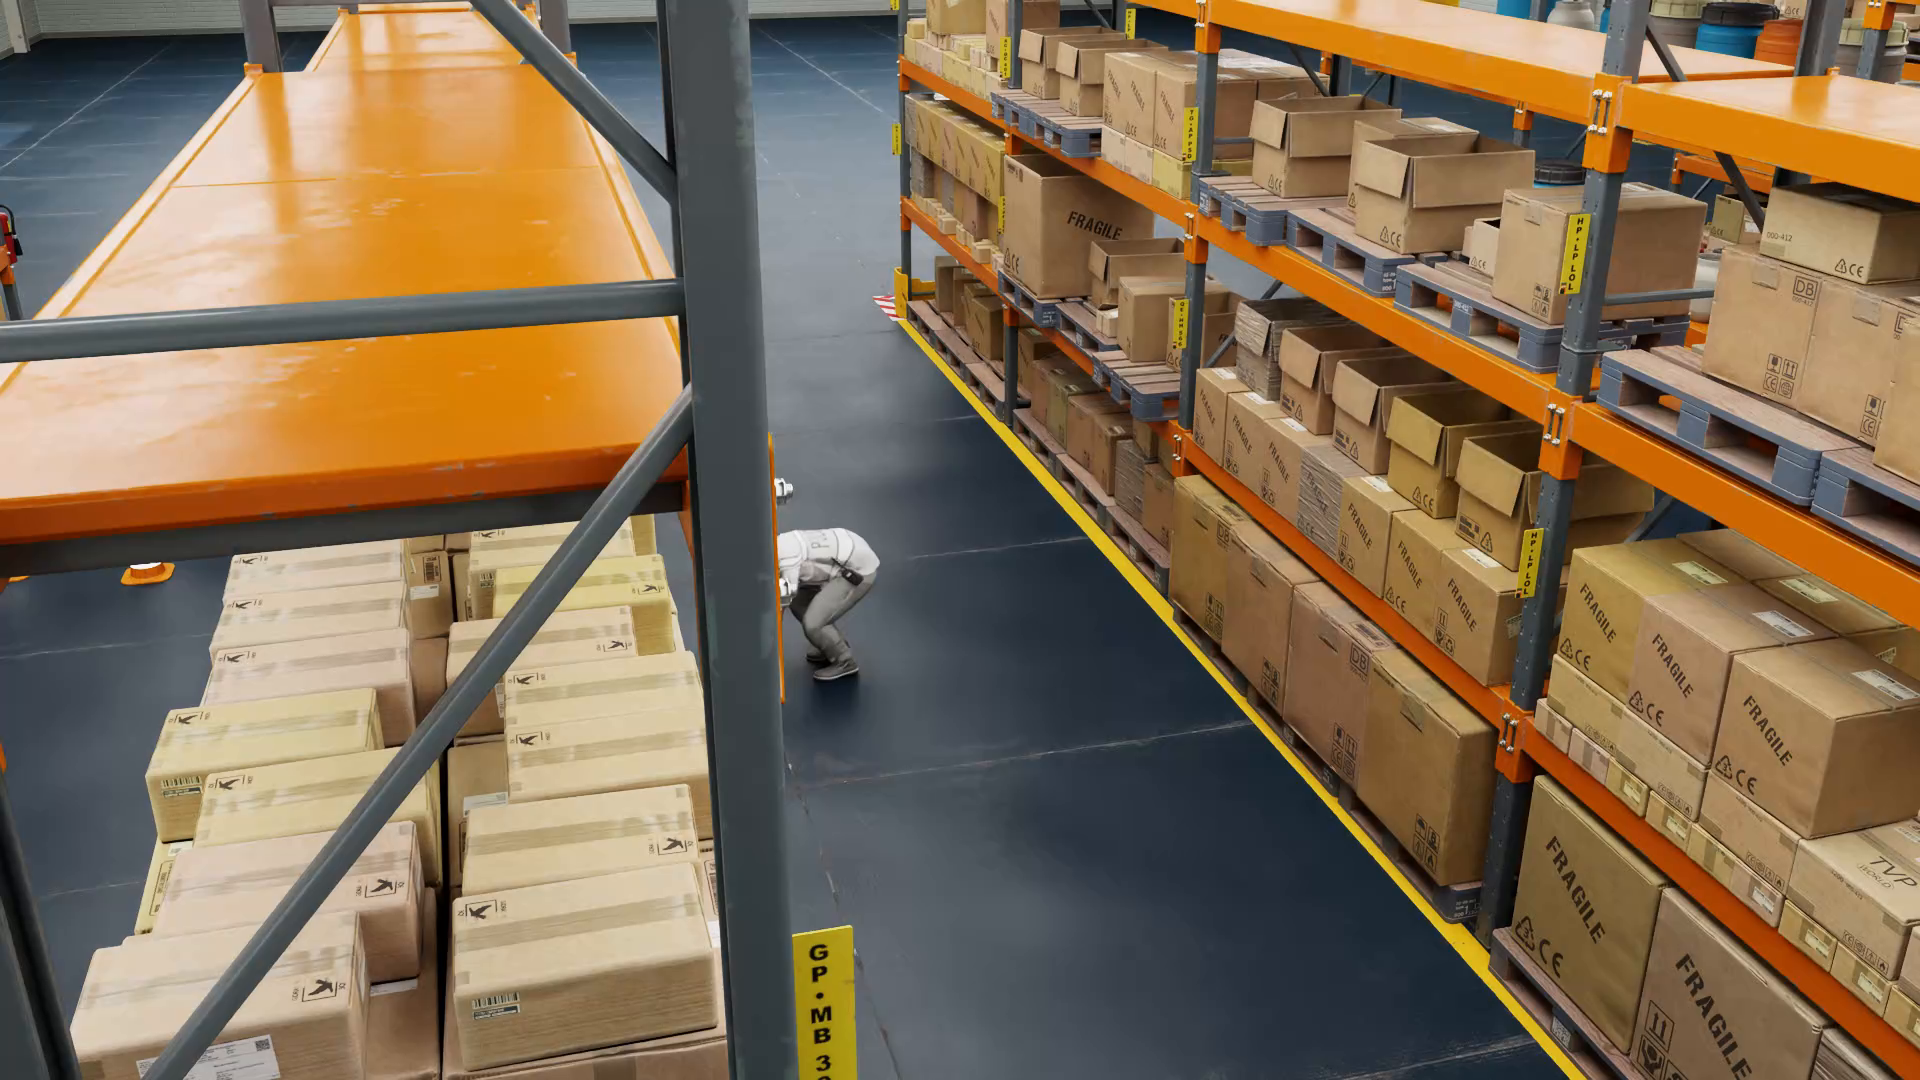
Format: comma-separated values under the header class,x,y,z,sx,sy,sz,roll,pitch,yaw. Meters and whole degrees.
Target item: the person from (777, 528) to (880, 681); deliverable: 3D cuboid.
class,x,y,z,sx,sy,sz,roll,pitch,yaw
person,-0.980,0.396,10.597,0.937,0.973,0.518,-7,24,-17
